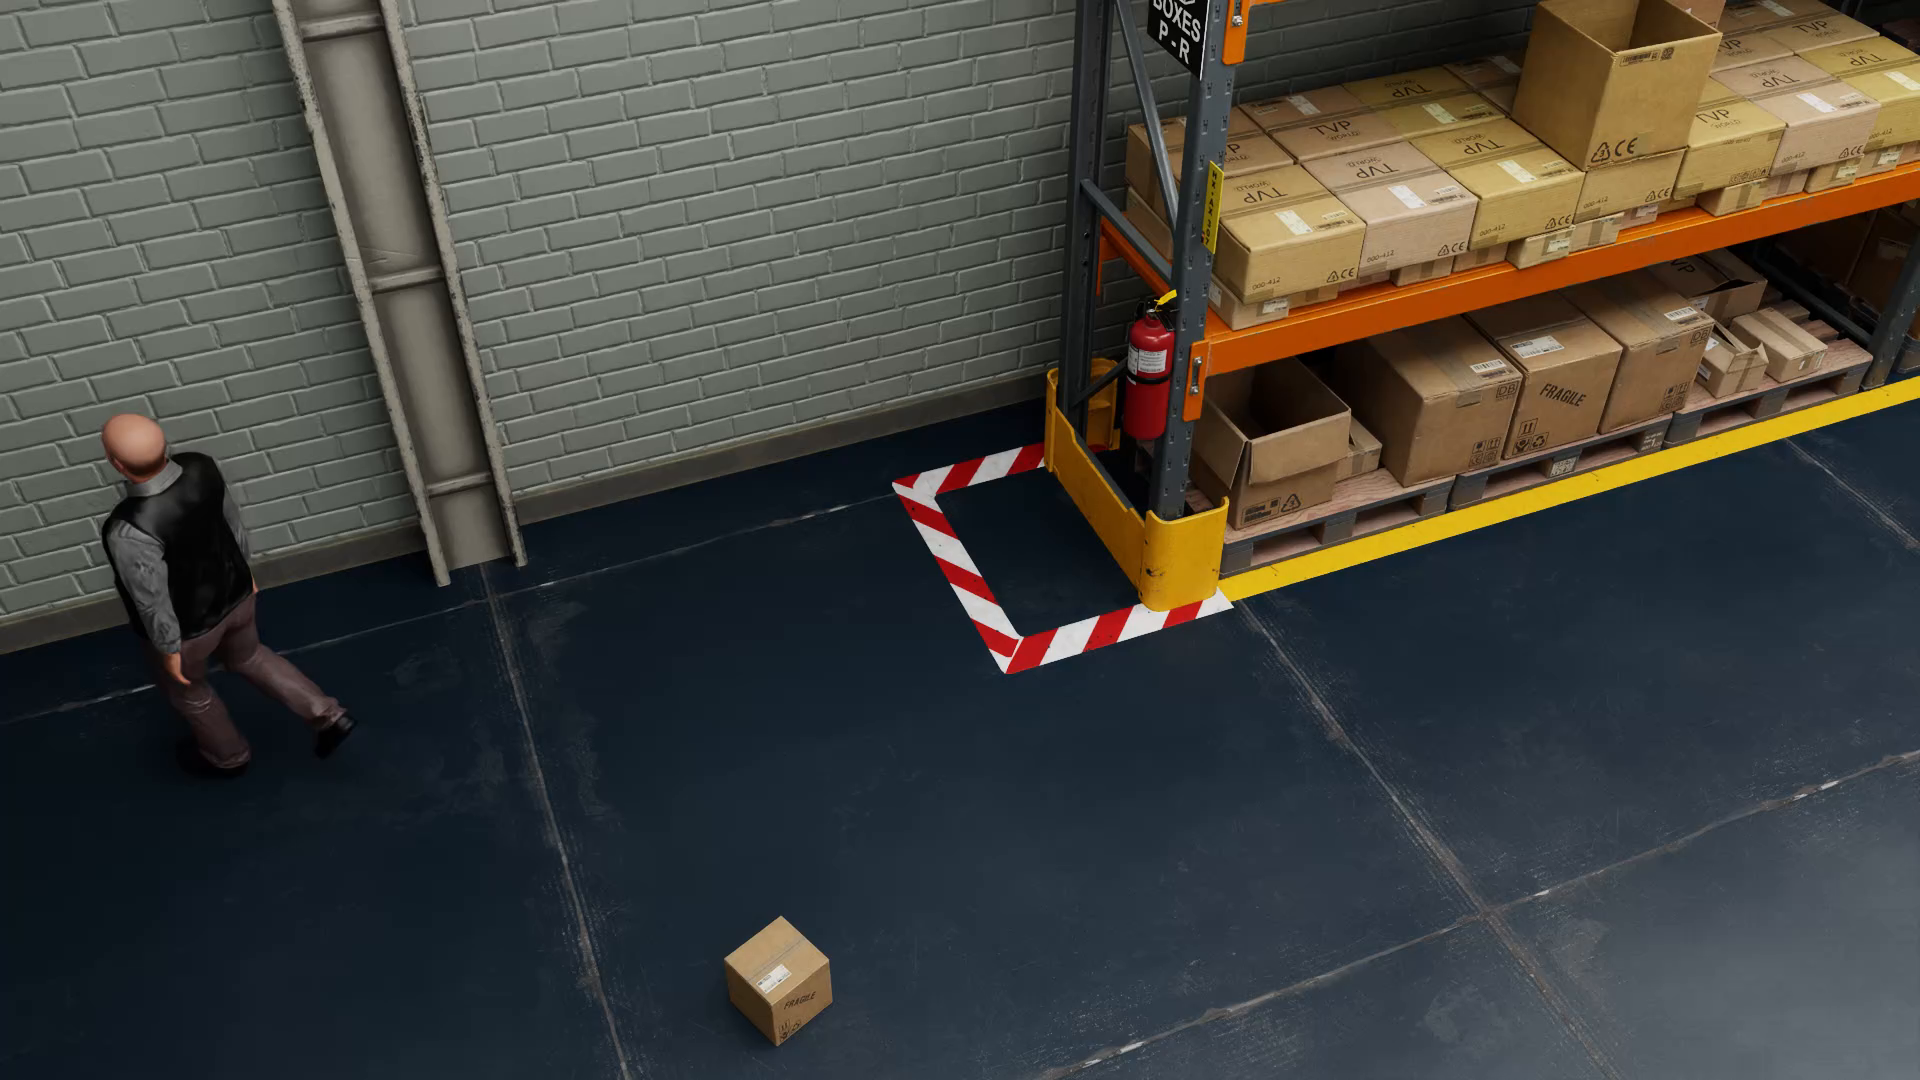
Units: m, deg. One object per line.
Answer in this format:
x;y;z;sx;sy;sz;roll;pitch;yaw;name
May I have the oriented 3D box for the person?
-2.662;0.238;5.897;0.763;1.701;0.543;14;43;15;person
